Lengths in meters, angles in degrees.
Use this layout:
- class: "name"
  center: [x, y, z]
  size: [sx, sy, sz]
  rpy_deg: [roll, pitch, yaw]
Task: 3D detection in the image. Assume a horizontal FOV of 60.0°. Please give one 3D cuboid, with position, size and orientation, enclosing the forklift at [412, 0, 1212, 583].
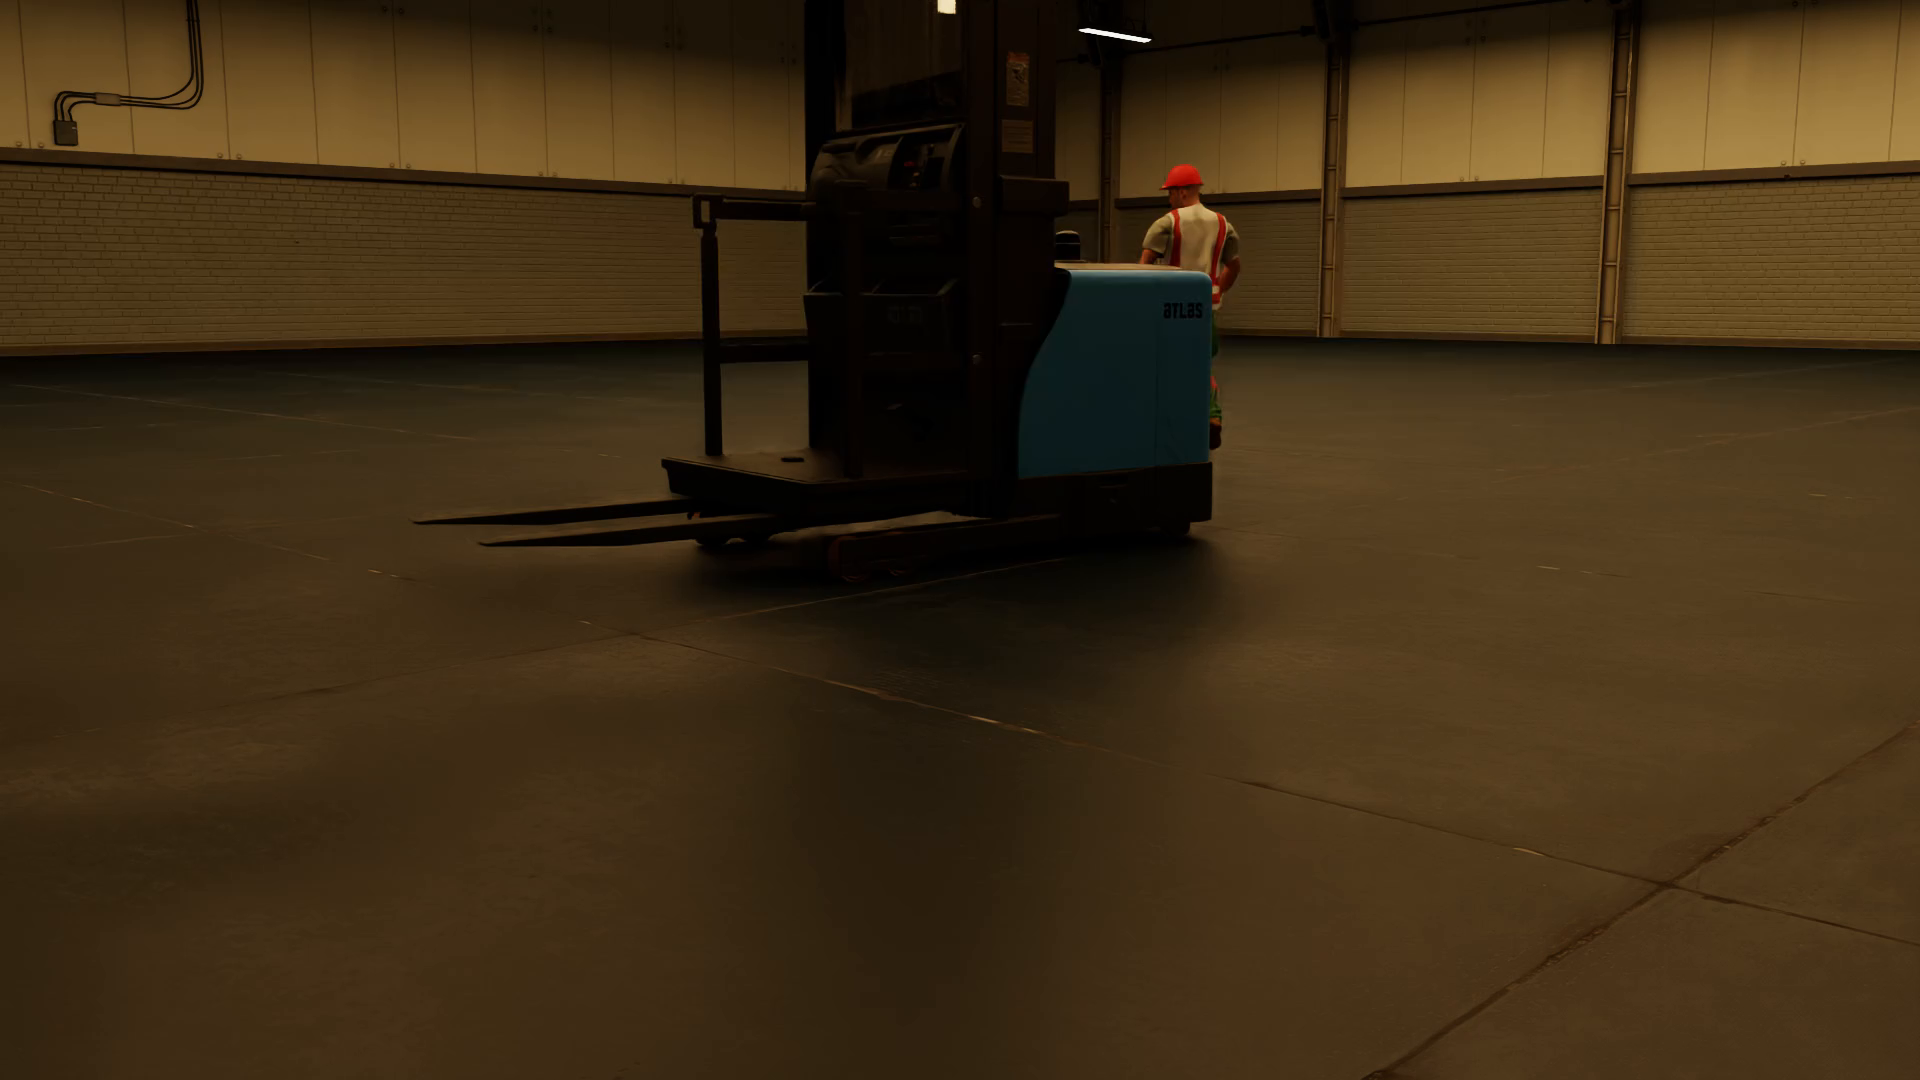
- class: "forklift"
  center: [-0.454, -1.390, 6.104]
  size: [3.031, 2.935, 1.130]
  rpy_deg: [-6, 11, -37]

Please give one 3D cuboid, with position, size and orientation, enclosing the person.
- class: "person"
  center: [1.335, -1.414, 10.237]
  size: [0.787, 1.748, 0.480]
  rpy_deg: [-1, 9, -8]
